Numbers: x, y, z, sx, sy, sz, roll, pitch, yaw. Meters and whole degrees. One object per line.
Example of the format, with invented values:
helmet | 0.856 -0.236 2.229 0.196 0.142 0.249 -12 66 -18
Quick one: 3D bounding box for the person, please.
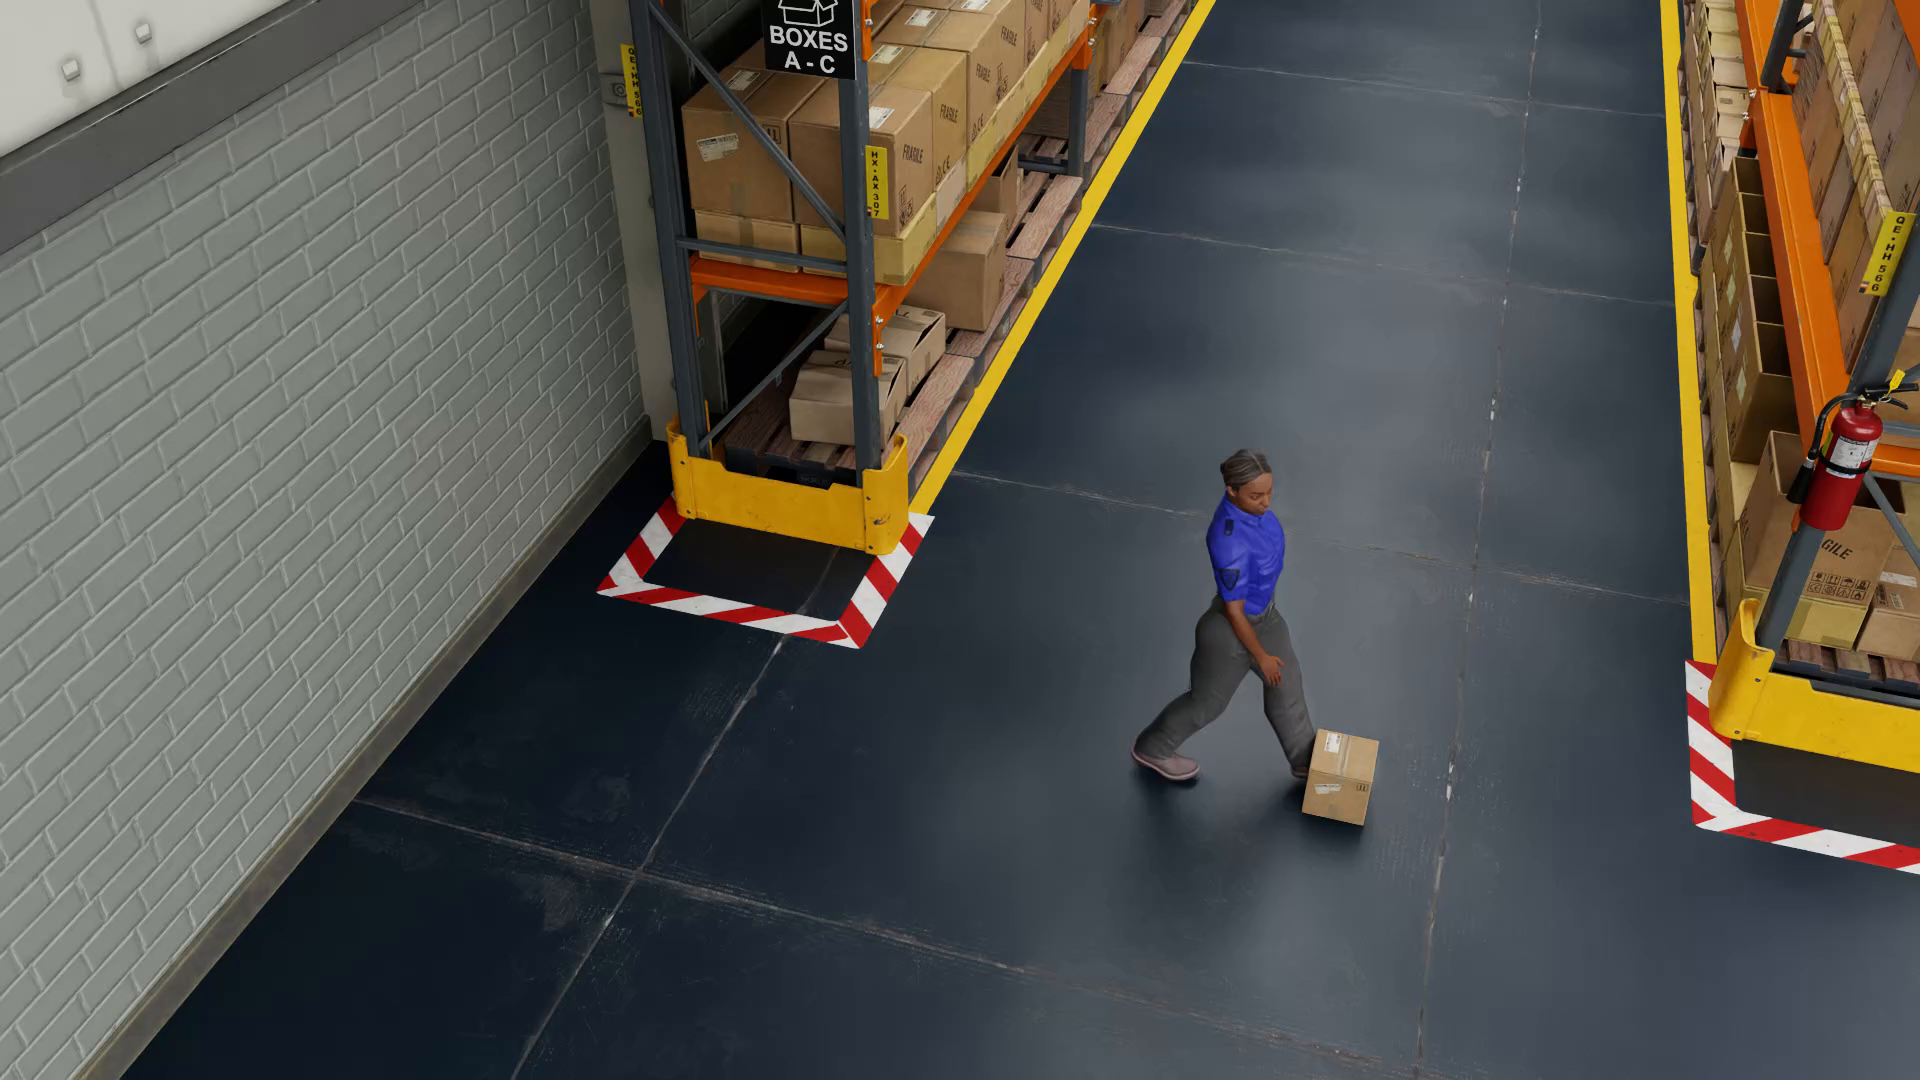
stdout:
person | 1.179 0.349 6.449 0.927 1.622 0.476 15 40 19
